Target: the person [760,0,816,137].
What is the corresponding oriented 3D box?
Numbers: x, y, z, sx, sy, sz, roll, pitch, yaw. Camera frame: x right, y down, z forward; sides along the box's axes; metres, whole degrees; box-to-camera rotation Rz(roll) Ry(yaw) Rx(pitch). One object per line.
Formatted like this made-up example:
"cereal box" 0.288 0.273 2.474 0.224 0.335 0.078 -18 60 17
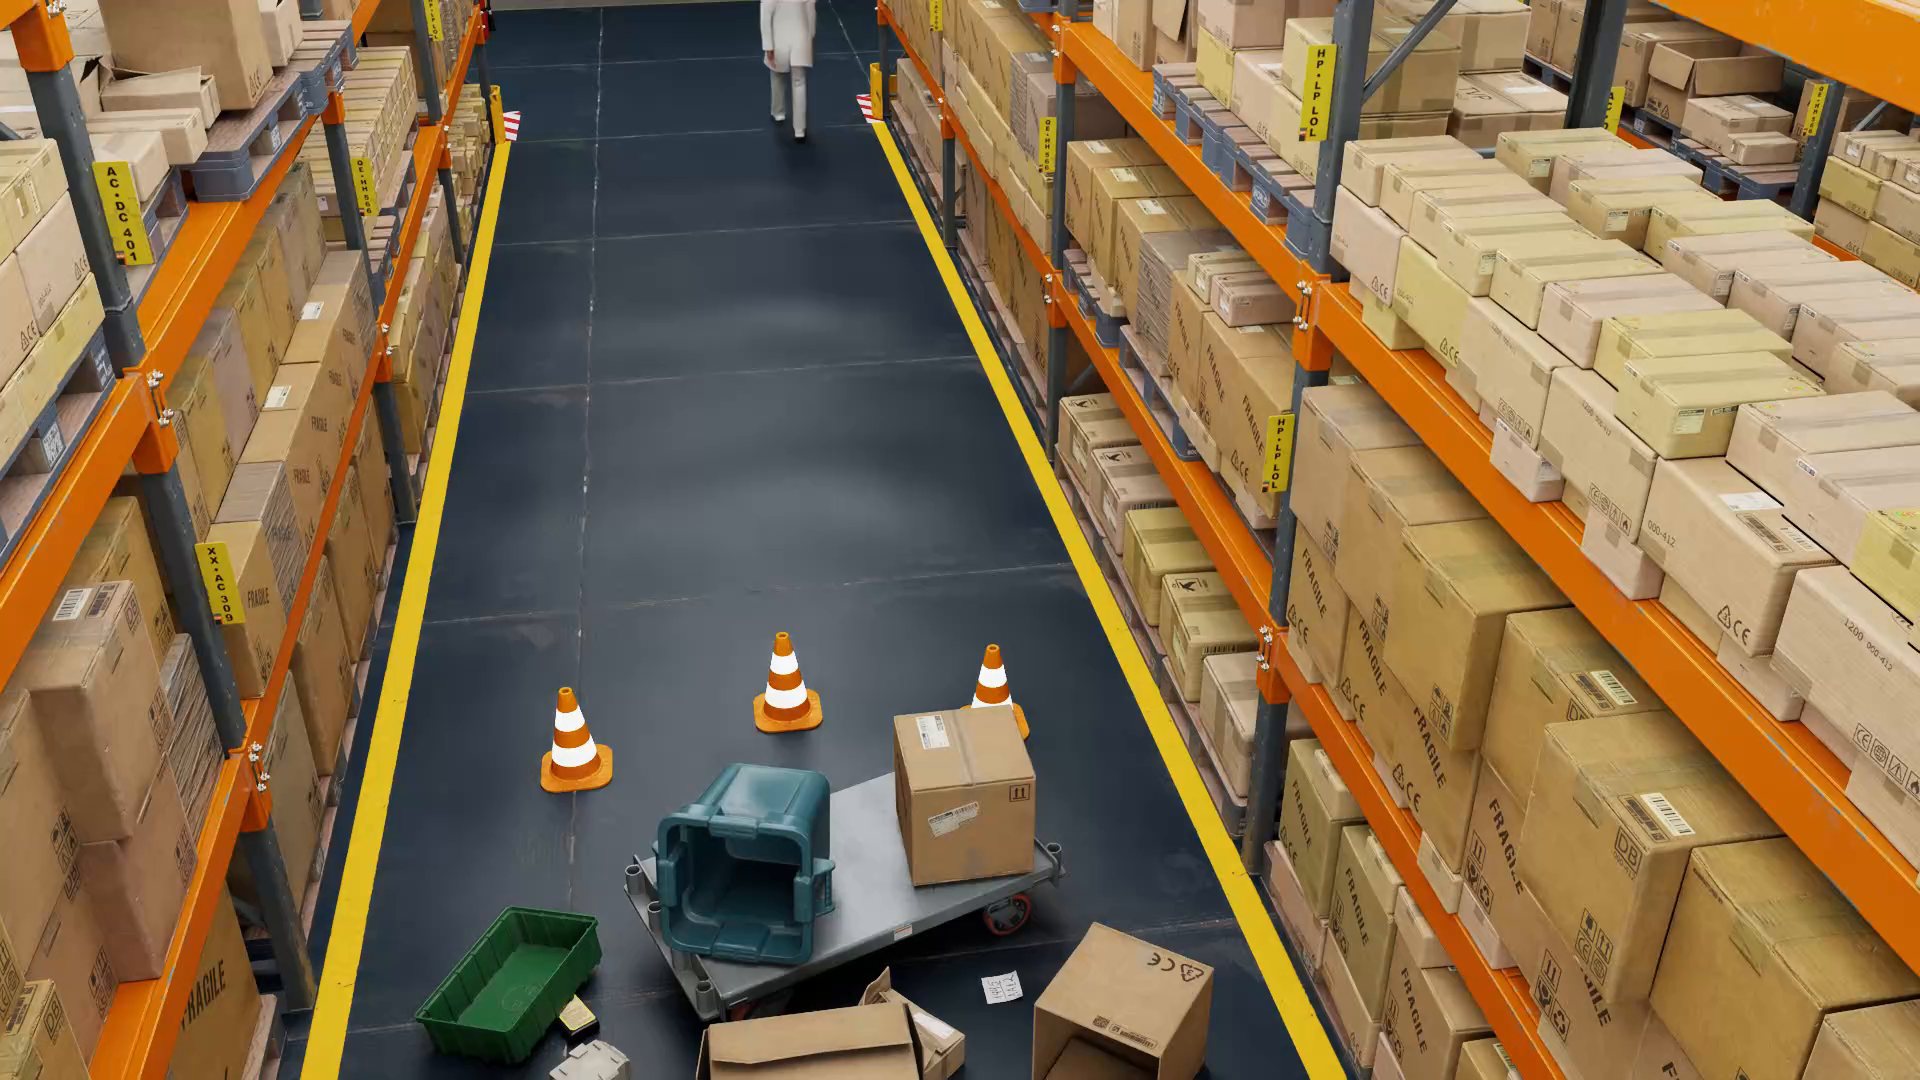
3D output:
"person" -1.717 -5.013 16.707 0.569 1.722 1.089 -4 31 -7
